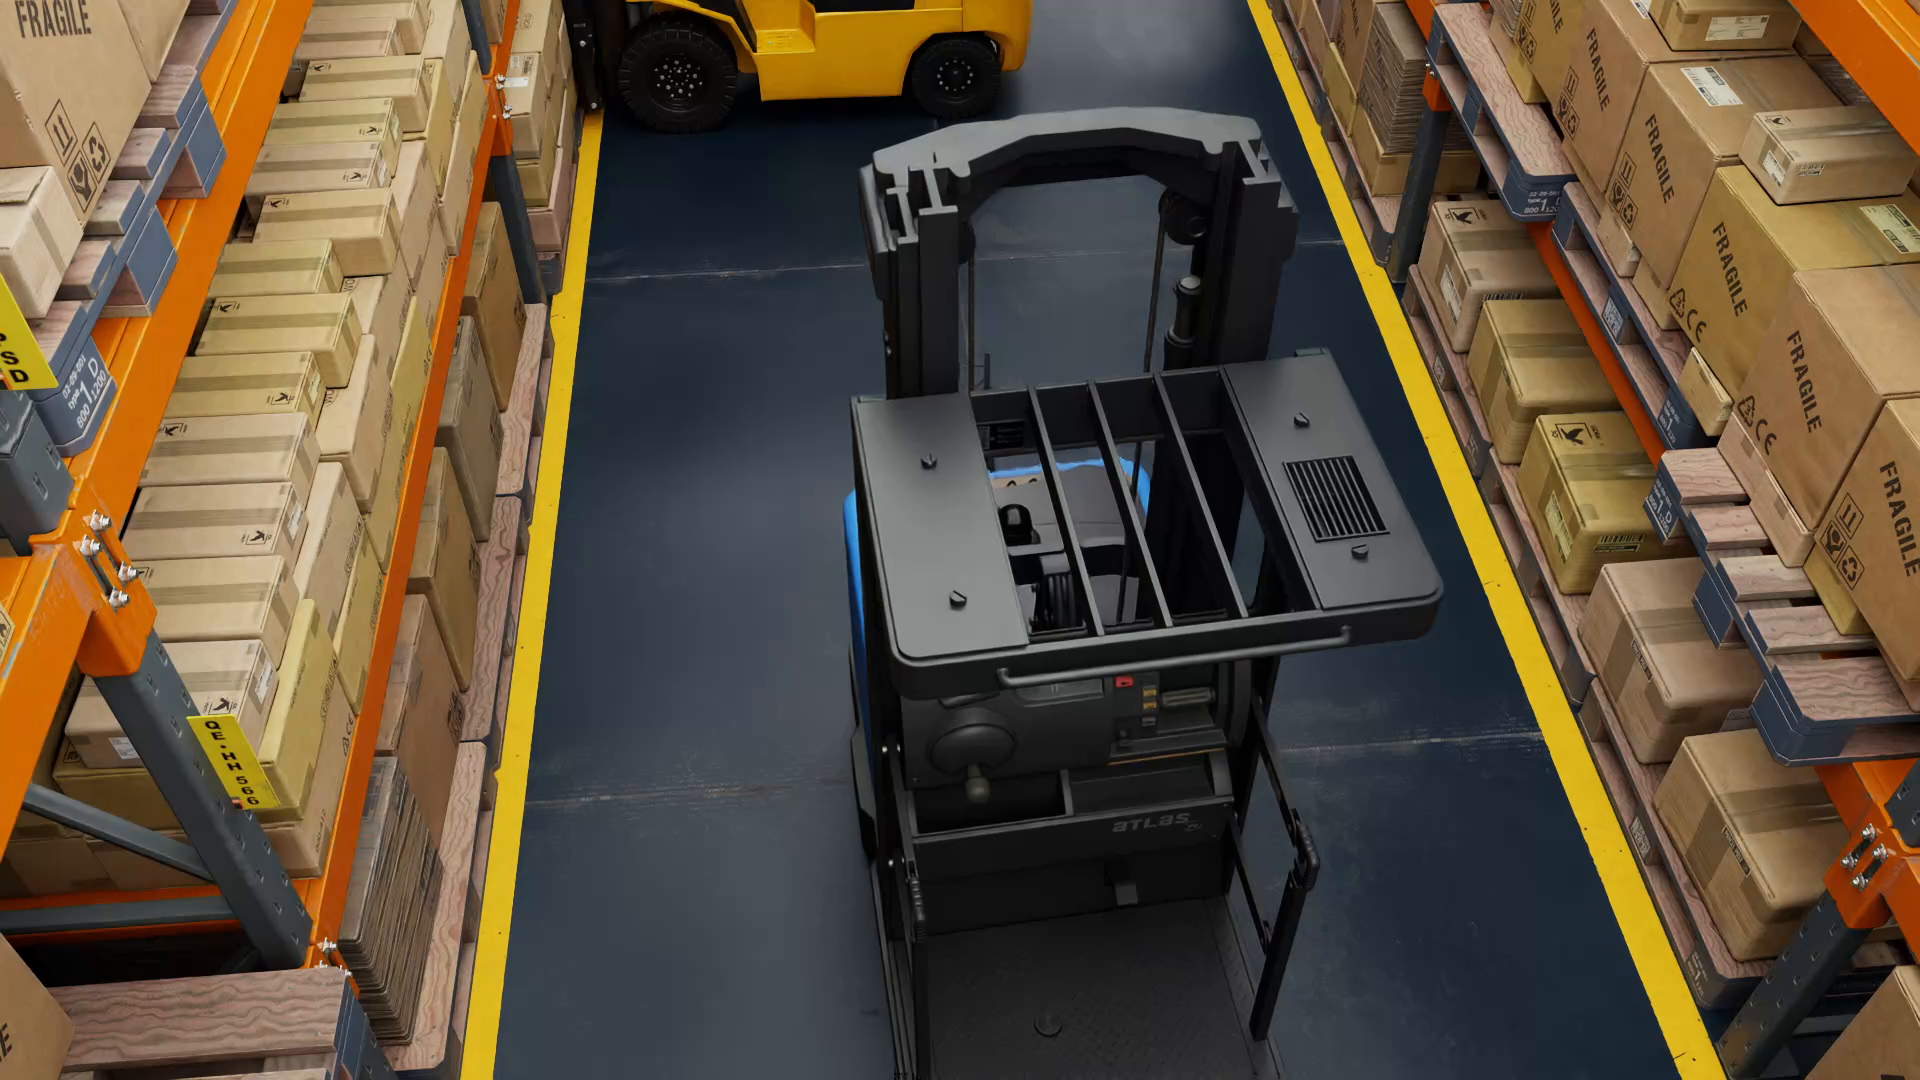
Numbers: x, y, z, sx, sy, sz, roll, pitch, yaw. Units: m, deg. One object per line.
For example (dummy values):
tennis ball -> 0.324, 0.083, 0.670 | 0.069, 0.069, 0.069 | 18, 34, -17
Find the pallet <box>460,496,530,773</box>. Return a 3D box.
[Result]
pallet -> -2.196, 0.361, 6.263 | 1.003, 0.211, 1.213 | -3, 47, -3

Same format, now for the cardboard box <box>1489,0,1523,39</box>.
cardboard box -> 2.298, -2.242, 6.245 | 0.500, 0.500, 0.500 | -2, 47, -2

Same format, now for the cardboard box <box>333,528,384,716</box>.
cardboard box -> -1.898, 0.232, 4.567 | 0.500, 0.250, 0.500 | -4, 47, -4

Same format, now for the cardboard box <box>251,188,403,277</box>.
cardboard box -> -1.916, -0.927, 5.047 | 0.380, 0.149, 0.250 | -5, 47, -4

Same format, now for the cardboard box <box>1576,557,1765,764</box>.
cardboard box -> 2.772, 0.393, 5.833 | 0.950, 0.372, 0.625 | -4, 47, -4

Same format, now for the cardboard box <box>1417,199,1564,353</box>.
cardboard box -> 2.591, -1.179, 7.322 | 0.950, 0.372, 0.625 | -3, 47, -3

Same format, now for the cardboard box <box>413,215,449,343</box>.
cardboard box -> -2.040, -0.889, 5.629 | 0.500, 0.250, 0.500 | -3, 47, -3

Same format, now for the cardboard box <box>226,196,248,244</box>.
cardboard box -> -2.551, -1.015, 5.404 | 0.500, 0.250, 0.500 | -5, 47, -4

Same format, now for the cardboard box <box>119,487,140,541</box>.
cardboard box -> -2.426, 0.082, 4.365 | 0.500, 0.250, 0.500 | -3, 47, -3

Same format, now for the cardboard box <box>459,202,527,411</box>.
cardboard box -> -2.347, -0.964, 6.944 | 0.875, 0.625, 0.625 | -2, 47, -2

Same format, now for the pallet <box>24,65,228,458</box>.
pallet -> -2.213, -0.571, 3.289 | 1.213, 0.211, 1.003 | -2, 47, -1

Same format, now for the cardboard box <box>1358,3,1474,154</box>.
cardboard box -> 2.227, -2.186, 7.843 | 0.500, 0.500, 0.500 | -4, 47, -4

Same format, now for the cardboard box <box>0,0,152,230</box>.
cardboard box -> -1.885, -0.903, 3.046 | 0.500, 0.500, 0.500 | -3, 47, -3

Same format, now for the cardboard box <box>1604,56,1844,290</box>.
cardboard box -> 2.422, -1.150, 5.210 | 0.500, 0.500, 0.500 | -5, 47, -5

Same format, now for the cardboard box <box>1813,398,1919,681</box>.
cardboard box -> 2.564, -0.017, 4.137 | 0.500, 0.500, 0.500 | -5, 47, -4

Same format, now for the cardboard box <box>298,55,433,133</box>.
cardboard box -> -1.990, -1.489, 5.579 | 0.380, 0.149, 0.250 | -5, 47, -5

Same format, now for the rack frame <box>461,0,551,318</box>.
rack frame -> -2.402, -2.013, 6.591 | 1.000, 3.000, 0.127 | -3, 47, -3

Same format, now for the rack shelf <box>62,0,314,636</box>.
rack shelf -> -2.234, -1.350, 4.393 | 1.077, 0.370, 4.000 | -3, 47, -3

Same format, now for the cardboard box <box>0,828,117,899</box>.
cardboard box -> -2.359, 0.623, 4.198 | 0.500, 0.250, 0.500 | -4, 47, -4

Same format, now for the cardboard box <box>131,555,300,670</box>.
cardboard box -> -1.824, 0.182, 3.996 | 0.380, 0.149, 0.250 | -3, 47, -2

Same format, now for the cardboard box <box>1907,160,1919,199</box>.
cardboard box -> 2.970, -0.805, 4.883 | 0.500, 0.500, 0.500 | -3, 47, -3

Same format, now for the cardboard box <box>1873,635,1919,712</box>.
cardboard box -> 2.617, 0.295, 4.288 | 0.380, 0.149, 0.250 | -2, 47, -2

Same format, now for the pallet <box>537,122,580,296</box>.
pallet -> -2.426, -1.632, 8.151 | 1.003, 0.211, 1.213 | -3, 47, -3

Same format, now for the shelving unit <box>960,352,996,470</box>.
shelving unit -> 0.001, -0.304, 6.418 | 0.258, 0.900, 0.210 | -3, 47, -3

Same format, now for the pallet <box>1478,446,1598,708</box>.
pallet -> 2.716, 0.089, 6.520 | 1.003, 0.211, 1.213 | -3, 47, -3

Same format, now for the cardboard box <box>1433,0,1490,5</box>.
cardboard box -> 2.214, -2.445, 7.173 | 0.380, 0.149, 0.250 | -4, 47, -4

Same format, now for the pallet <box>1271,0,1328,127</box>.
pallet -> 2.348, -2.727, 9.188 | 1.003, 0.211, 1.213 | -3, 47, -3

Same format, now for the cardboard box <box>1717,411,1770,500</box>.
cardboard box -> 2.444, -0.256, 4.811 | 0.380, 0.149, 0.250 | -5, 47, -5

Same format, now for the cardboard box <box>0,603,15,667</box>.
cardboard box -> -1.782, 0.257, 2.478 | 0.500, 0.250, 0.500 | -5, 47, -5

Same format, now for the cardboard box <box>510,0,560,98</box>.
cardboard box -> -2.162, -2.296, 7.774 | 0.500, 0.250, 0.500 | -3, 47, -3

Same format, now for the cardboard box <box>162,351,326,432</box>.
cardboard box -> -1.956, -0.371, 4.520 | 0.380, 0.149, 0.250 | -3, 47, -3

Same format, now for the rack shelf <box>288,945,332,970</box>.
rack shelf -> -1.899, 2.575, 2.741 | 1.077, 0.370, 4.000 | -3, 47, -3

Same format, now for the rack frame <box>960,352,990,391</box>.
rack frame -> -0.008, -0.377, 6.487 | 0.240, 0.900, 0.006 | -3, 47, -3

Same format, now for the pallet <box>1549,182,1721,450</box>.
pallet -> 2.673, -0.787, 5.562 | 1.003, 0.211, 1.213 | -3, 47, -3

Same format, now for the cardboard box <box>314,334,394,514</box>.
cardboard box -> -1.927, -0.318, 4.744 | 0.500, 0.250, 0.500 | -5, 47, -4

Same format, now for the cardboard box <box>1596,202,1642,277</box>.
cardboard box -> 2.357, -1.012, 5.526 | 0.380, 0.149, 0.250 | -2, 47, -2

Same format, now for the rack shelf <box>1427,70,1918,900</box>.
rack shelf -> 2.712, -0.623, 5.770 | 1.077, 0.370, 4.000 | -3, 47, -3

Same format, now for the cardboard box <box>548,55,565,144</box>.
cardboard box -> -2.179, -2.117, 7.949 | 0.500, 0.250, 0.500 | -4, 47, -4

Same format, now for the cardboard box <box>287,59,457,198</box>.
cardboard box -> -2.056, -1.422, 5.790 | 0.500, 0.250, 0.500 | -5, 47, -4

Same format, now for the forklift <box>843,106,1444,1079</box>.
forklift -> 0.342, 0.553, 4.208 | 1.130, 2.935, 3.031 | -7, 47, -6

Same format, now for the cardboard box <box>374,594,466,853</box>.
cardboard box -> -2.168, 0.628, 5.435 | 0.875, 0.625, 0.625 | -2, 47, -2

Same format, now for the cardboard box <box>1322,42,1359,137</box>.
cardboard box -> 2.172, -2.313, 8.479 | 0.500, 0.250, 0.500 | -5, 47, -4

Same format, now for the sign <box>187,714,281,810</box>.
sign -> -1.527, 0.470, 3.496 | 0.100, 0.325, 0.005 | -3, 47, -3

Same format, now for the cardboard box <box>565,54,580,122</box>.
cardboard box -> -2.229, -2.320, 8.485 | 0.500, 0.250, 0.500 | -3, 47, -3

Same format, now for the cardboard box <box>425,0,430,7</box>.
cardboard box -> -2.152, -2.037, 6.098 | 0.380, 0.149, 0.250 | -2, 47, -2

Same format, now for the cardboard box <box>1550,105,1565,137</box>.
cardboard box -> 2.388, -1.575, 6.060 | 0.380, 0.149, 0.250 | -1, 47, -1
